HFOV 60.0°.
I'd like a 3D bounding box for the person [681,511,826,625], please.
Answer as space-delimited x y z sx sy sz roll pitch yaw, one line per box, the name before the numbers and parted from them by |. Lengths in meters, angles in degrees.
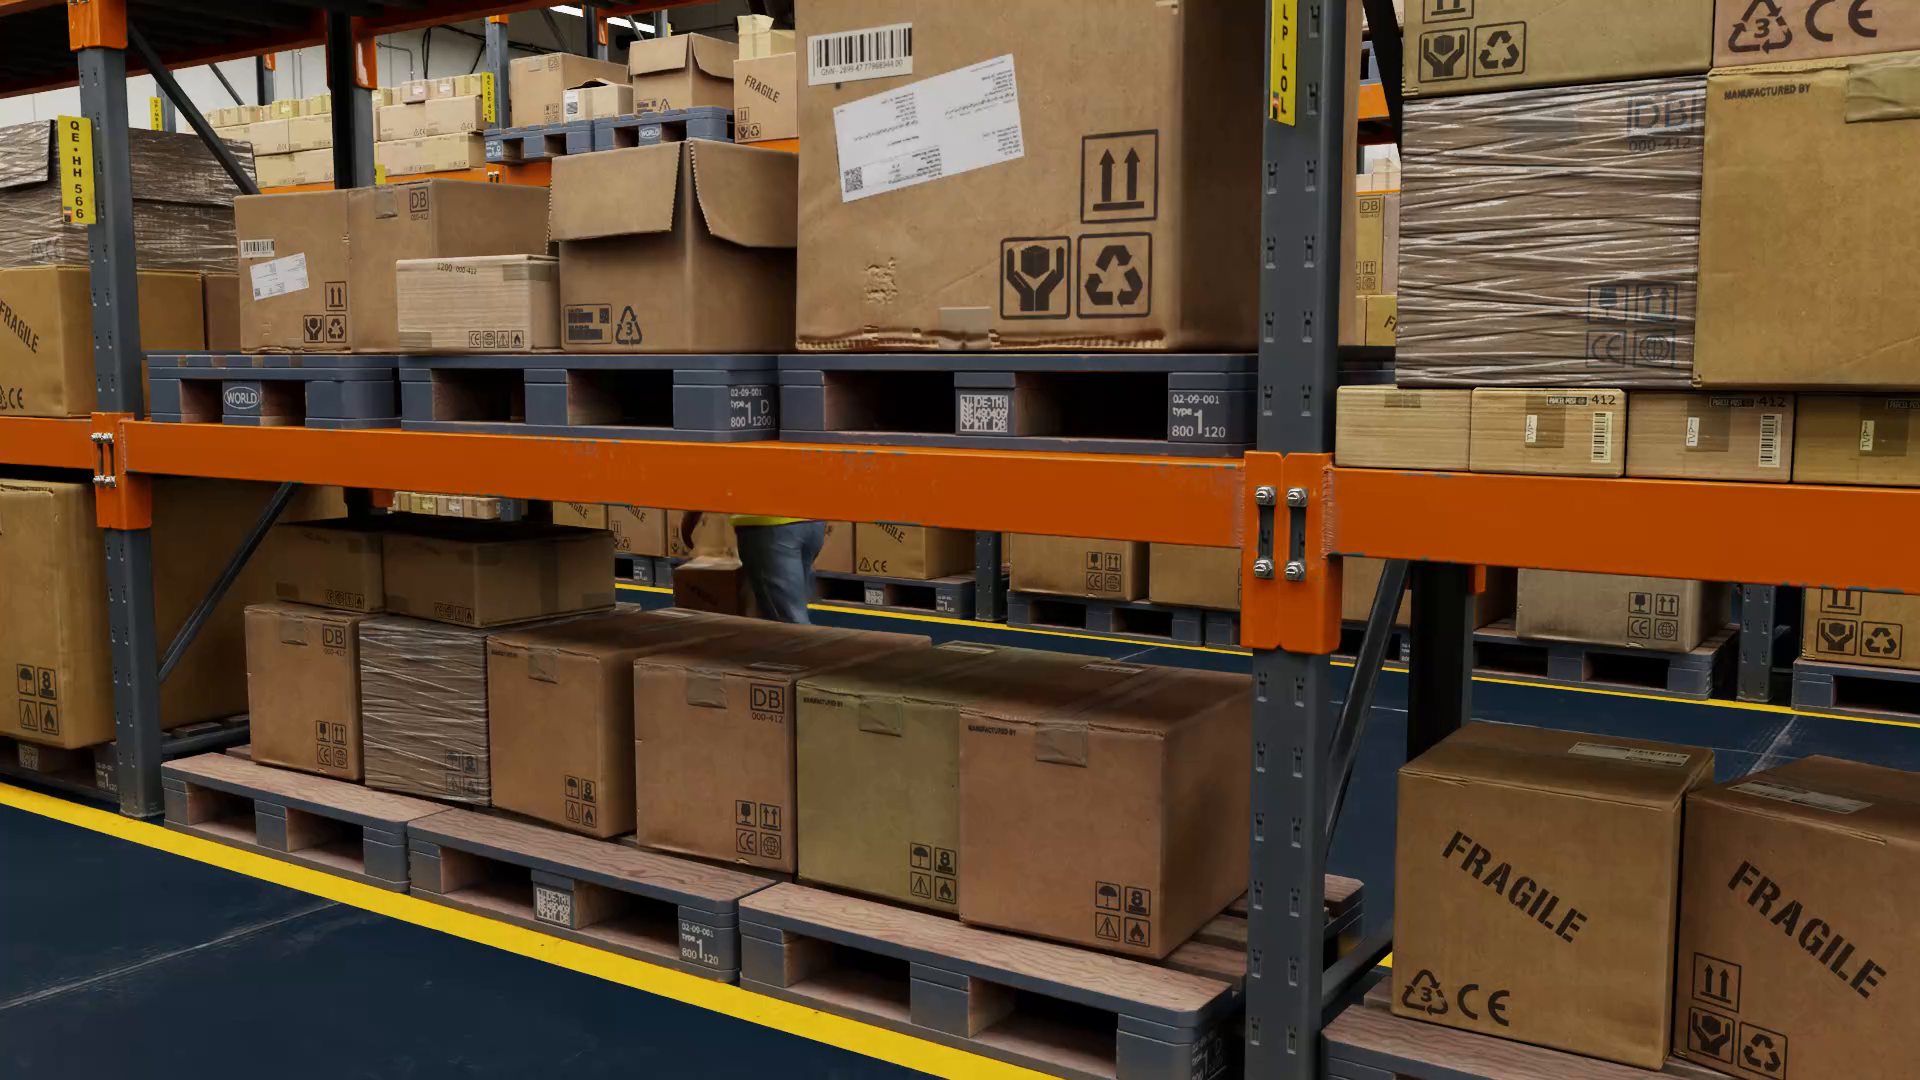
person | -0.773 -0.076 6.338 0.922 1.727 0.582 5 8 37
